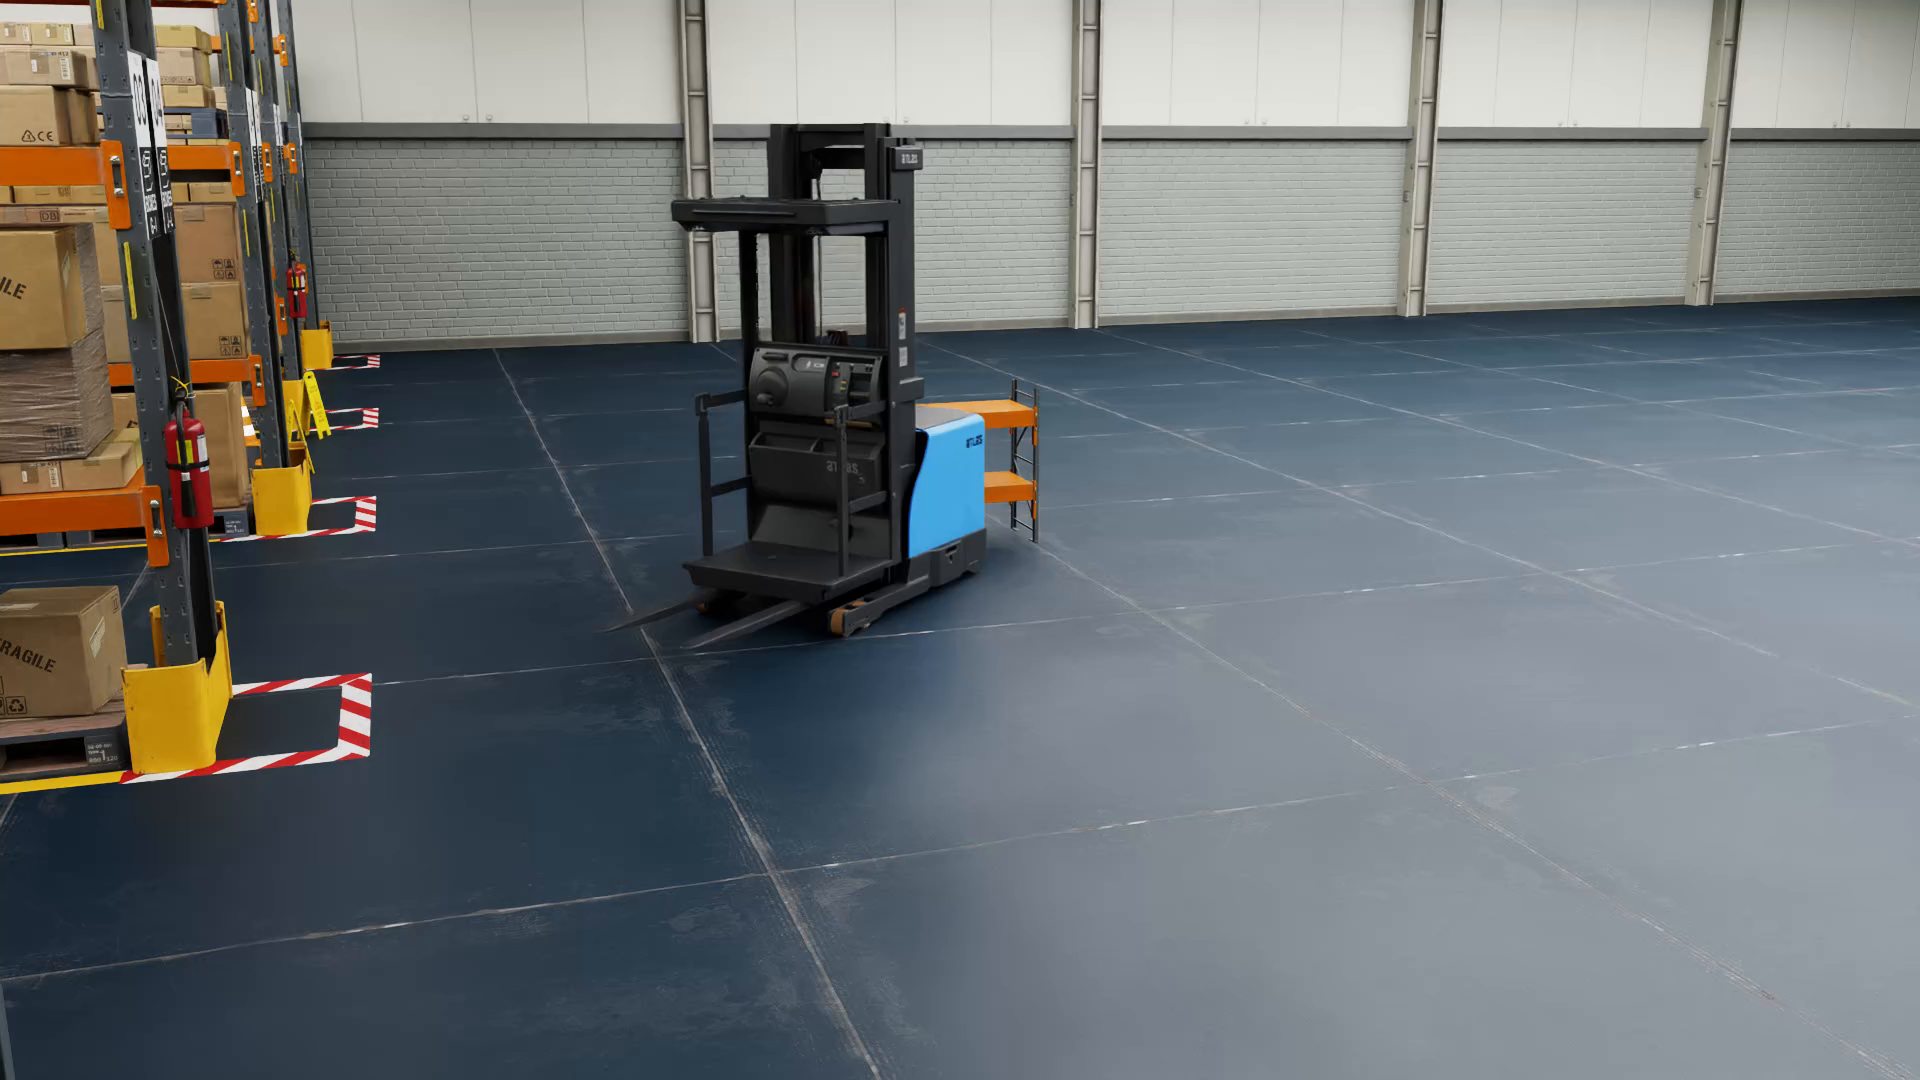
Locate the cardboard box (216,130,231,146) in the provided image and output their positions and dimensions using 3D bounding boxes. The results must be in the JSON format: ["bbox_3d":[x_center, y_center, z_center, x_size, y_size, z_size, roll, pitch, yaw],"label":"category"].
[{"bbox_3d":[-7.150,-3.948,16.320,0.250,0.149,0.380,-4,14,-18],"label":"cardboard box"}]

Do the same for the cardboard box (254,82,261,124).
[{"bbox_3d":[-8.829,-5.462,20.802,0.500,0.500,0.500,-4,14,-16],"label":"cardboard box"}]

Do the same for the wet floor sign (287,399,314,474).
[{"bbox_3d":[-5.830,-0.912,14.581,0.232,0.644,0.267,-7,15,-28],"label":"wet floor sign"}]

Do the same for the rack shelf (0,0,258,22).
[{"bbox_3d":[-8.796,-5.118,15.776,4.000,0.370,1.077,-4,14,-18],"label":"rack shelf"}]

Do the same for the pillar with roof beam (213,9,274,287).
[{"bbox_3d":[-8.062,-5.908,17.534,0.400,9.000,9.100,-4,14,-18],"label":"pillar with roof beam"}]

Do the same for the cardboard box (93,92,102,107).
[{"bbox_3d":[-5.915,-3.074,11.522,0.250,0.149,0.380,-4,14,-17],"label":"cardboard box"}]

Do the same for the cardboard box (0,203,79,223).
[{"bbox_3d":[-6.656,-2.128,11.948,0.550,0.550,0.875,-4,14,-18],"label":"cardboard box"}]

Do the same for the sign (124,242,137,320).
[{"bbox_3d":[-3.582,-1.119,7.181,0.005,0.325,0.100,-4,14,-18],"label":"sign"}]

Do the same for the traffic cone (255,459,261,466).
[{"bbox_3d":[-6.221,-0.932,15.060,0.334,0.463,0.336,-4,14,-18],"label":"traffic cone"}]

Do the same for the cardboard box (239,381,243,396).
[{"bbox_3d":[-7.753,-1.567,17.281,0.500,0.250,0.500,-5,14,-19],"label":"cardboard box"}]

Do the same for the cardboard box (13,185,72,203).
[{"bbox_3d":[-8.765,-3.191,16.055,0.500,0.500,0.700,-5,14,-18],"label":"cardboard box"}]

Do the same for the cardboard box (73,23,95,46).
[{"bbox_3d":[-5.917,-3.462,11.430,0.250,0.149,0.380,-4,14,-17],"label":"cardboard box"}]

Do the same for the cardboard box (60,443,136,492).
[{"bbox_3d":[-3.944,-0.337,7.620,0.250,0.149,0.380,-4,14,-18],"label":"cardboard box"}]

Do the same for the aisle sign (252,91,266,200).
[{"bbox_3d":[-5.255,-2.956,12.472,0.004,0.787,0.394,-4,14,-18],"label":"aisle sign"}]

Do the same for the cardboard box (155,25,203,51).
[{"bbox_3d":[-5.437,-3.499,11.586,0.250,0.149,0.380,-4,14,-18],"label":"cardboard box"}]

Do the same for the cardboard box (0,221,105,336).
[{"bbox_3d":[-4.348,-1.224,7.788,0.500,0.500,0.500,-4,14,-18],"label":"cardboard box"}]

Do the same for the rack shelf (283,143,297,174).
[{"bbox_3d":[-10.383,-4.749,20.698,4.000,0.370,1.077,-4,14,-18],"label":"rack shelf"}]

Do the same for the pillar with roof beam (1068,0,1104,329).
[{"bbox_3d":[3.312,-6.794,21.257,0.400,9.000,9.100,-4,14,-18],"label":"pillar with roof beam"}]

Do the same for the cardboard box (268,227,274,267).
[{"bbox_3d":[-8.870,-3.742,21.176,0.500,0.500,0.500,-5,14,-19],"label":"cardboard box"}]

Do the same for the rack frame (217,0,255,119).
[{"bbox_3d":[-5.226,-4.539,11.780,0.127,3.000,1.000,-4,14,-18],"label":"rack frame"}]

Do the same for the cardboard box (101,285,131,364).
[{"bbox_3d":[-6.078,-1.611,12.109,0.550,0.550,0.875,-4,14,-18],"label":"cardboard box"}]

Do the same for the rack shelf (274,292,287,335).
[{"bbox_3d":[-8.796,-2.201,16.469,4.000,0.370,1.077,-4,14,-18],"label":"rack shelf"}]

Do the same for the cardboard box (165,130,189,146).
[{"bbox_3d":[-7.638,-3.911,16.162,0.250,0.149,0.380,-4,14,-16],"label":"cardboard box"}]

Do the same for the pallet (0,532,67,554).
[{"bbox_3d":[-7.113,-0.099,12.102,1.213,0.211,1.003,-4,14,-18],"label":"pallet"}]

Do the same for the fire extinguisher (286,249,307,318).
[{"bbox_3d":[-6.645,-2.569,16.626,0.183,0.674,0.296,-4,14,-18],"label":"fire extinguisher"}]

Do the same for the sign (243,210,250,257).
[{"bbox_3d":[-5.066,-2.179,11.808,0.005,0.325,0.100,-4,14,-18],"label":"sign"}]

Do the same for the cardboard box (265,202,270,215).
[{"bbox_3d":[-8.760,-4.223,21.156,0.250,0.149,0.380,-4,14,-18],"label":"cardboard box"}]

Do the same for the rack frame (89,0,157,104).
[{"bbox_3d":[-3.740,-3.444,7.175,0.127,3.000,1.000,-4,14,-18],"label":"rack frame"}]

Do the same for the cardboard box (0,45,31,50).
[{"bbox_3d":[-6.551,-3.234,11.331,0.500,0.250,0.500,-5,14,-18],"label":"cardboard box"}]

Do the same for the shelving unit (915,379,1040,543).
[{"bbox_3d":[-0.006,-0.547,12.011,1.048,1.125,0.538,-4,14,-18],"label":"shelving unit"}]

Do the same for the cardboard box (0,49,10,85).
[{"bbox_3d":[-4.188,-2.023,7.147,0.250,0.149,0.380,-5,14,-20],"label":"cardboard box"}]

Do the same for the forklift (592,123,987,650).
[{"bbox_3d":[-0.982,-0.977,9.918,1.130,2.935,3.031,7,15,28],"label":"forklift"}]

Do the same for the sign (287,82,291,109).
[{"bbox_3d":[-8.327,-5.519,20.637,0.005,0.325,0.100,-4,14,-18],"label":"sign"}]

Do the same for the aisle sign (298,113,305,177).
[{"bbox_3d":[-8.331,-4.992,21.031,0.004,0.787,0.394,-4,14,-18],"label":"aisle sign"}]

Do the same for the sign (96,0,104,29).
[{"bbox_3d":[-3.582,-2.292,6.902,0.005,0.325,0.100,-4,14,-18],"label":"sign"}]

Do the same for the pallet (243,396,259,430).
[{"bbox_3d":[-7.754,-1.284,17.086,1.213,0.211,1.003,-4,14,-18],"label":"pallet"}]

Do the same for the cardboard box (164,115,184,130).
[{"bbox_3d":[-7.781,-4.099,16.093,0.500,0.250,0.500,-5,14,-19],"label":"cardboard box"}]

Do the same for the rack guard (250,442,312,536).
[{"bbox_3d":[-5.203,-0.406,12.771,0.348,0.500,1.175,-4,14,-18],"label":"rack guard"}]

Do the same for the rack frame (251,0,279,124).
[{"bbox_3d":[-6.901,-5.617,16.313,0.127,3.000,1.000,-4,14,-18],"label":"rack frame"}]

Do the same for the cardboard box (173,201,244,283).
[{"bbox_3d":[-5.590,-2.200,12.252,0.550,0.550,0.875,-4,14,-18],"label":"cardboard box"}]

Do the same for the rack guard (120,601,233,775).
[{"bbox_3d":[-3.812,0.696,8.135,0.348,0.500,1.175,-4,14,-18],"label":"rack guard"}]

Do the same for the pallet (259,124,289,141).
[{"bbox_3d":[-9.166,-5.157,21.050,1.213,0.211,1.003,-4,14,-18],"label":"pallet"}]

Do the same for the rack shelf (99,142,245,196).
[{"bbox_3d":[-7.122,-2.582,11.590,4.000,0.370,1.077,-4,14,-18],"label":"rack shelf"}]

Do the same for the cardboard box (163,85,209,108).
[{"bbox_3d":[-5.433,-3.112,11.680,0.250,0.149,0.380,-4,14,-18],"label":"cardboard box"}]

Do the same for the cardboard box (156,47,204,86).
[{"bbox_3d":[-5.601,-3.307,11.640,0.500,0.250,0.500,-4,14,-17],"label":"cardboard box"}]

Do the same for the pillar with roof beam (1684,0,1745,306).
[{"bbox_3d":[14.685,-7.679,24.980,0.400,9.000,9.100,-4,14,-18],"label":"pillar with roof beam"}]

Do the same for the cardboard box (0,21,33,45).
[{"bbox_3d":[-6.399,-3.425,11.272,0.250,0.149,0.380,-4,14,-18],"label":"cardboard box"}]

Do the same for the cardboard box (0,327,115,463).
[{"bbox_3d":[-4.270,-0.684,7.678,0.500,0.500,0.875,-4,14,-18],"label":"cardboard box"}]

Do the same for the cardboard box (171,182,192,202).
[{"bbox_3d":[-7.797,-3.257,16.335,0.500,0.500,0.700,-4,14,-18],"label":"cardboard box"}]

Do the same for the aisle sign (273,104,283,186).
[{"bbox_3d":[-6.749,-3.905,16.458,0.004,0.787,0.394,-4,14,-18],"label":"aisle sign"}]

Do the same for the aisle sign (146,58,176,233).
[{"bbox_3d":[-3.777,-1.860,7.864,0.004,0.787,0.394,-4,14,-18],"label":"aisle sign"}]

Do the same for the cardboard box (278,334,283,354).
[{"bbox_3d":[-8.832,-2.550,21.415,0.500,0.250,0.500,-4,14,-18],"label":"cardboard box"}]

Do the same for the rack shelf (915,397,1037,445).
[{"bbox_3d":[-0.006,-0.831,11.943,1.000,0.278,0.538,-4,14,-18],"label":"rack shelf"}]

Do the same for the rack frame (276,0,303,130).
[{"bbox_3d":[-8.487,-6.706,20.888,0.127,3.000,1.000,-4,14,-18],"label":"rack frame"}]

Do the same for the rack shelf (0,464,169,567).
[{"bbox_3d":[-5.636,-0.028,7.332,4.000,0.370,1.077,-4,14,-18],"label":"rack shelf"}]

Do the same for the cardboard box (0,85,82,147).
[{"bbox_3d":[-4.116,-1.820,7.156,0.500,0.250,0.500,-4,14,-17],"label":"cardboard box"}]

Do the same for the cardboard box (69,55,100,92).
[{"bbox_3d":[-4.075,-2.136,7.621,0.250,0.149,0.380,-5,14,-18],"label":"cardboard box"}]
